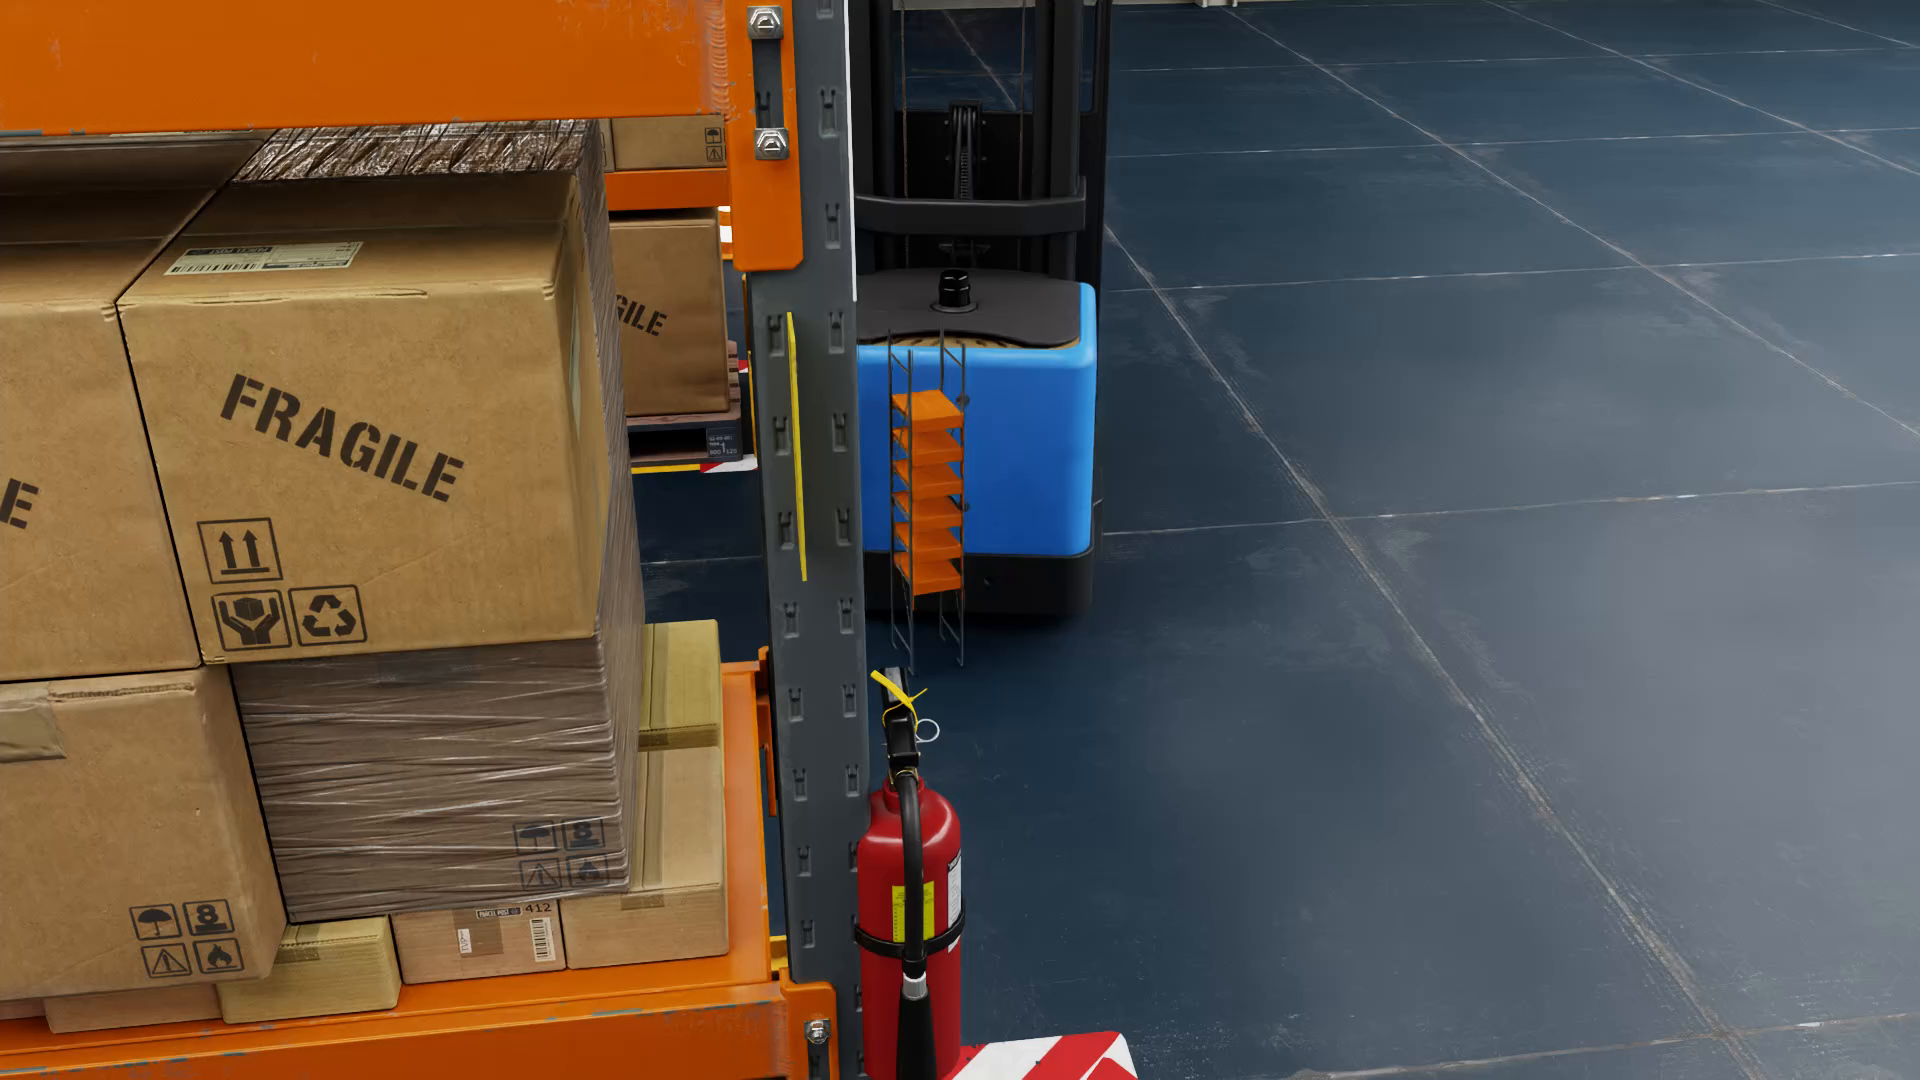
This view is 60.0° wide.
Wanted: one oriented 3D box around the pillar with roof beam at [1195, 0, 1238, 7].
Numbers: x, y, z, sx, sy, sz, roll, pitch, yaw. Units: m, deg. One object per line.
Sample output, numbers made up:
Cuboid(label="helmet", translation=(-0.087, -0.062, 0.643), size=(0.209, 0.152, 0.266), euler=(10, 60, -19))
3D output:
Cuboid(label="pillar with roof beam", translation=(3.390, -7.901, 12.291), size=(0.400, 9.000, 9.100), euler=(-4, 27, -7))

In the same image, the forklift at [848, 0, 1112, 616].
Cuboid(label="forklift", translation=(0.050, -1.666, 6.786), size=(1.130, 2.935, 3.031), euler=(2, 27, 3))

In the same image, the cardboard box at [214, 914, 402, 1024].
Cuboid(label="cardboard box", translation=(-1.002, 0.569, 2.631), size=(0.250, 0.149, 0.380), euler=(-4, 27, -7))

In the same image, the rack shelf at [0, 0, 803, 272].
Cuboid(label="rack shelf", translation=(-2.241, -0.597, 2.130), size=(4.000, 0.370, 1.077), euler=(-4, 27, -7))

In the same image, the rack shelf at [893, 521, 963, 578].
Cuboid(label="rack shelf", translation=(-0.116, 0.020, 5.752), size=(0.180, 0.103, 0.258), euler=(-9, 28, -17))

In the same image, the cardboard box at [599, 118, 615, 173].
Cuboid(label="cardboard box", translation=(-1.754, -1.936, 7.073), size=(0.550, 0.550, 0.875), euler=(-4, 27, -7))

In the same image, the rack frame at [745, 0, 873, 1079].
Cuboid(label="rack frame", translation=(-0.261, 0.289, 2.901), size=(0.053, 2.616, 0.949), euler=(-4, 27, -7))

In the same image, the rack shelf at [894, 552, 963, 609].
Cuboid(label="rack shelf", translation=(-0.117, 0.127, 5.806), size=(0.180, 0.103, 0.258), euler=(-9, 28, -17))

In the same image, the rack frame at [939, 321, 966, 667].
Cuboid(label="rack frame", translation=(-0.029, -0.140, 5.706), size=(0.006, 1.200, 0.240), euler=(-9, 28, -17))

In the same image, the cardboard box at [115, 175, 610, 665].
Cuboid(label="cardboard box", translation=(-0.771, -0.184, 2.293), size=(0.500, 0.500, 0.500), euler=(-4, 27, -7))

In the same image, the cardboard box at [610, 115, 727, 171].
Cuboid(label="cardboard box", translation=(-1.212, -1.981, 7.160), size=(0.550, 0.550, 0.875), euler=(-4, 27, -7))

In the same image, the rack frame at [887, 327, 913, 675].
Cuboid(label="rack frame", translation=(-0.201, -0.114, 5.651), size=(0.006, 1.200, 0.240), euler=(-9, 28, -17))

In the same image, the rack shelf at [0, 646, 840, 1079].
Cuboid(label="rack shelf", translation=(-2.241, 0.738, 2.814), size=(4.000, 0.370, 1.077), euler=(-4, 27, -7))

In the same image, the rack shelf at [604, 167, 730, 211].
Cuboid(label="rack shelf", translation=(-2.832, -1.511, 7.197), size=(4.000, 0.370, 1.077), euler=(-4, 27, -7))

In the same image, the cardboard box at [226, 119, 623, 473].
Cuboid(label="cardboard box", translation=(-0.843, -0.419, 2.751), size=(0.500, 0.500, 0.500), euler=(-4, 27, -7))

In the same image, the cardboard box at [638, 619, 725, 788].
Cuboid(label="cardboard box", translation=(-0.576, 0.313, 3.130), size=(0.250, 0.149, 0.380), euler=(-4, 27, -7))

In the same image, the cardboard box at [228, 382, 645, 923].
Cuboid(label="cardboard box", translation=(-0.809, 0.136, 2.763), size=(0.500, 0.500, 0.875), euler=(-4, 27, -7))

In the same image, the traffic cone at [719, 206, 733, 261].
Cuboid(label="traffic cone", translation=(-1.396, -1.970, 10.083), size=(0.334, 0.463, 0.336), euler=(-4, 27, -7))

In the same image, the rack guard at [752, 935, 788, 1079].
Cuboid(label="rack guard", translation=(-0.336, 1.408, 3.459), size=(0.348, 0.500, 1.175), euler=(-4, 27, -7))

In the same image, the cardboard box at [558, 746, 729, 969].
Cuboid(label="cardboard box", translation=(-0.514, 0.514, 2.738), size=(0.250, 0.149, 0.380), euler=(-4, 27, -7))

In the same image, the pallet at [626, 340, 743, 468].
Cuboid(label="pallet", translation=(-1.632, -0.631, 7.749), size=(1.213, 0.211, 1.003), euler=(-4, 27, -7))

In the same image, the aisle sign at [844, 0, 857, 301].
Cuboid(label="aisle sign", translation=(-0.157, -0.734, 2.048), size=(0.004, 0.787, 0.394), euler=(-4, 27, -7))

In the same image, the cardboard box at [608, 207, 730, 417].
Cuboid(label="cardboard box", translation=(-1.514, -1.127, 7.527), size=(0.875, 0.875, 0.875), euler=(-4, 27, -7))

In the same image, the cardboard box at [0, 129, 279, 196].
Cuboid(label="cardboard box", translation=(-1.339, -0.391, 2.695), size=(0.500, 0.500, 0.500), euler=(-4, 27, -7))

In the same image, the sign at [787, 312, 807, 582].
Cuboid(label="sign", translation=(-0.203, -0.113, 2.070), size=(0.005, 0.325, 0.100), euler=(-4, 27, -7))

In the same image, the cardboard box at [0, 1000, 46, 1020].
Cuboid(label="cardboard box", translation=(-1.505, 0.575, 2.620), size=(0.250, 0.149, 0.380), euler=(-4, 27, -7))

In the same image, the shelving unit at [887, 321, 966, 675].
Cuboid(label="shelving unit", translation=(-0.115, -0.127, 5.679), size=(0.189, 1.200, 0.258), euler=(-9, 28, -17))

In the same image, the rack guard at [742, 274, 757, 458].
Cuboid(label="rack guard", translation=(-0.828, -0.848, 7.854), size=(0.348, 0.500, 1.175), euler=(-4, 27, -7))

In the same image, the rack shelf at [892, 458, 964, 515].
Cuboid(label="rack shelf", translation=(-0.114, -0.195, 5.645), size=(0.180, 0.103, 0.258), euler=(-9, 28, -17))

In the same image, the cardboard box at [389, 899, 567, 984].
Cuboid(label="cardboard box", translation=(-0.761, 0.529, 2.708), size=(0.250, 0.149, 0.380), euler=(-4, 27, -7))

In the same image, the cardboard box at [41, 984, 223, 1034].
Cuboid(label="cardboard box", translation=(-1.252, 0.577, 2.614), size=(0.250, 0.149, 0.380), euler=(-4, 27, -7))

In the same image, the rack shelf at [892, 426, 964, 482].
Cuboid(label="rack shelf", translation=(-0.114, -0.302, 5.592), size=(0.180, 0.103, 0.258), euler=(-9, 28, -17))

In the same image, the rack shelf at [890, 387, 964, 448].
Cuboid(label="rack shelf", translation=(-0.113, -0.410, 5.538), size=(0.180, 0.103, 0.258), euler=(-9, 28, -17))

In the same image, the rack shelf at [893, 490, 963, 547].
Cuboid(label="rack shelf", translation=(-0.115, -0.087, 5.699), size=(0.180, 0.103, 0.258), euler=(-9, 28, -17))

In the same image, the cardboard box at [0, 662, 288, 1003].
Cuboid(label="cardboard box", translation=(-1.287, 0.222, 2.596), size=(0.500, 0.500, 0.875), euler=(-4, 27, -7))

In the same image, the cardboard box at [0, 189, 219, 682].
Cuboid(label="cardboard box", translation=(-1.265, -0.150, 2.226), size=(0.500, 0.500, 0.500), euler=(-4, 27, -7))

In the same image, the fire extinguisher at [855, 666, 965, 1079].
Cuboid(label="fire extinguisher", translation=(-0.083, 0.526, 2.524), size=(0.183, 0.674, 0.296), euler=(-4, 27, -7))
